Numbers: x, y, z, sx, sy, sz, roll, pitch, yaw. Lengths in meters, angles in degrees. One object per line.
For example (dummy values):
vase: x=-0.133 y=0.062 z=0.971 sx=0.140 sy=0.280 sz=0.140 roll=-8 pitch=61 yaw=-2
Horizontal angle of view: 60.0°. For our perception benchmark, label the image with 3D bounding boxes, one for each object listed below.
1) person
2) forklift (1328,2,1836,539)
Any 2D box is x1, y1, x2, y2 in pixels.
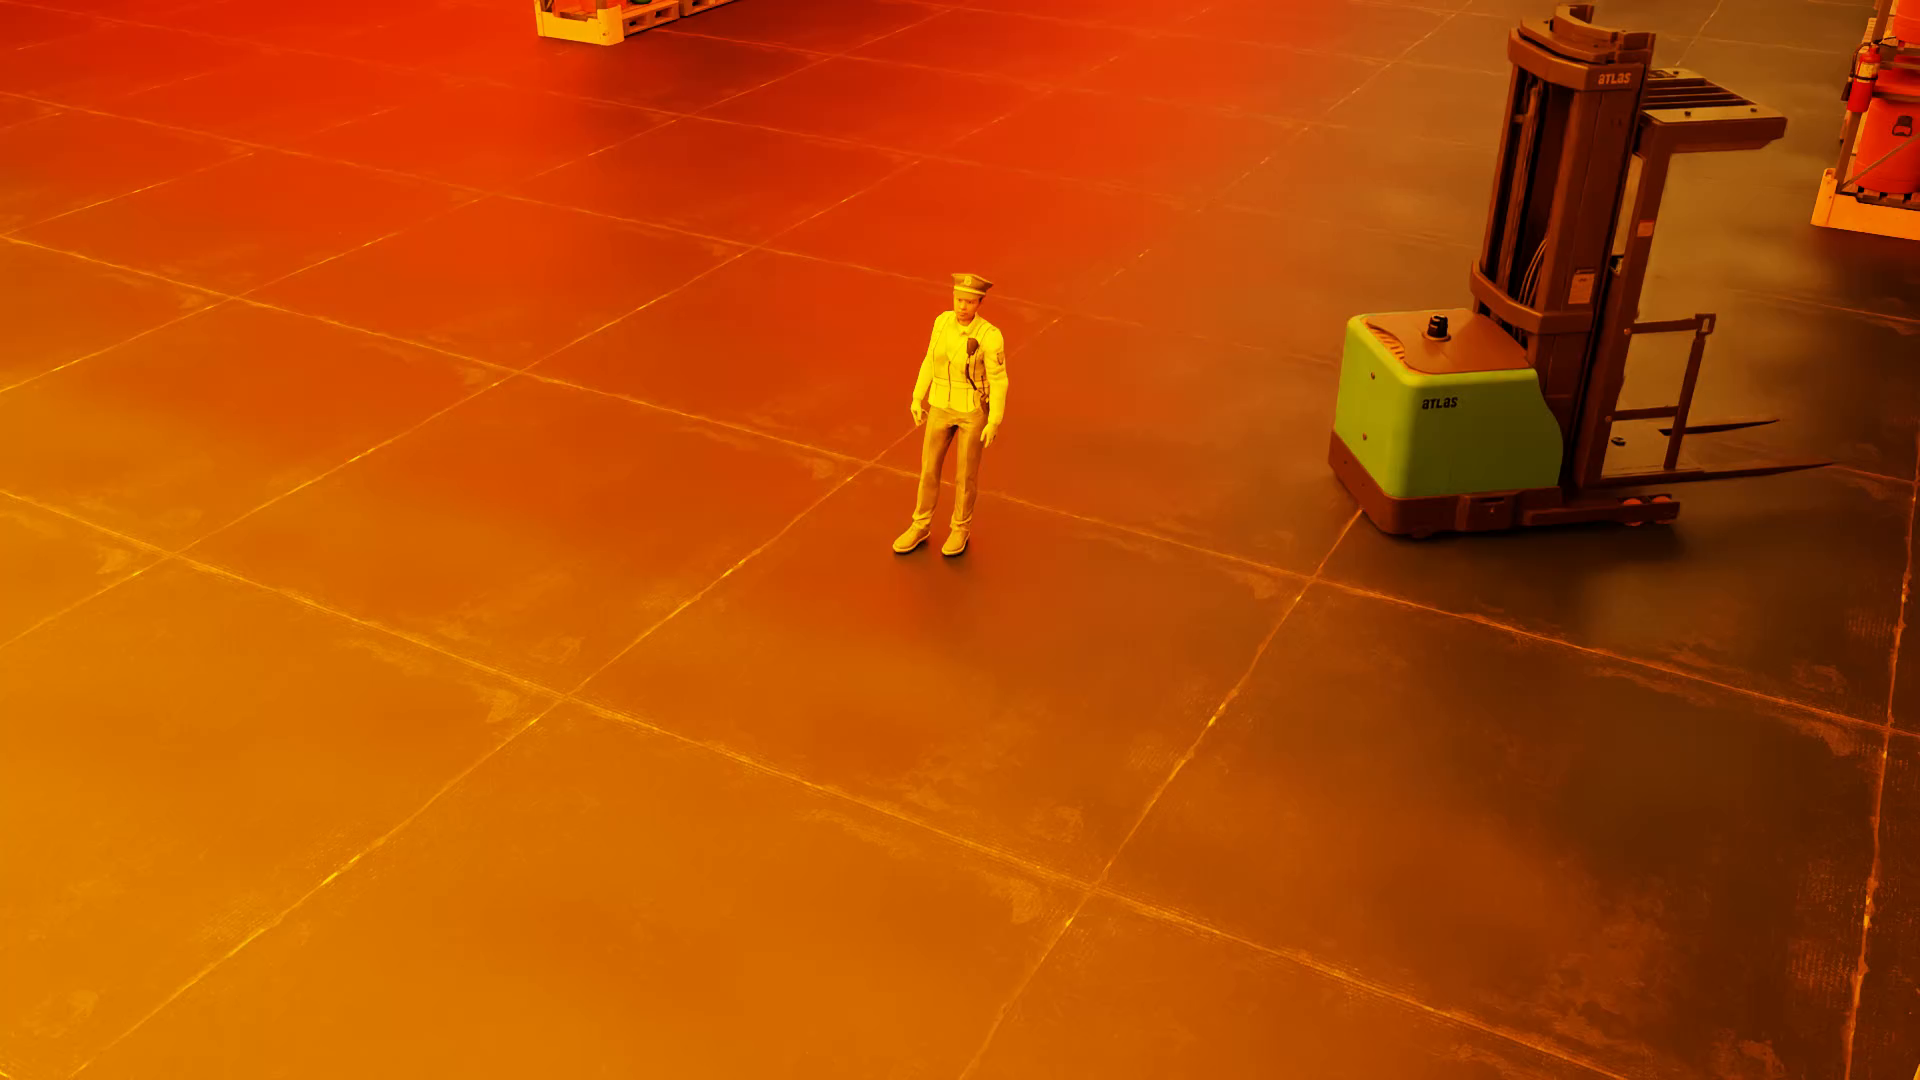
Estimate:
person: x=-0.038 y=-0.712 z=9.527 sx=0.587 sy=1.696 sz=0.534 roll=15 pitch=33 yaw=25
forklift: x=3.935 y=-1.610 z=9.860 sx=3.031 sy=2.935 sz=1.130 roll=-5 pitch=30 yaw=-8
